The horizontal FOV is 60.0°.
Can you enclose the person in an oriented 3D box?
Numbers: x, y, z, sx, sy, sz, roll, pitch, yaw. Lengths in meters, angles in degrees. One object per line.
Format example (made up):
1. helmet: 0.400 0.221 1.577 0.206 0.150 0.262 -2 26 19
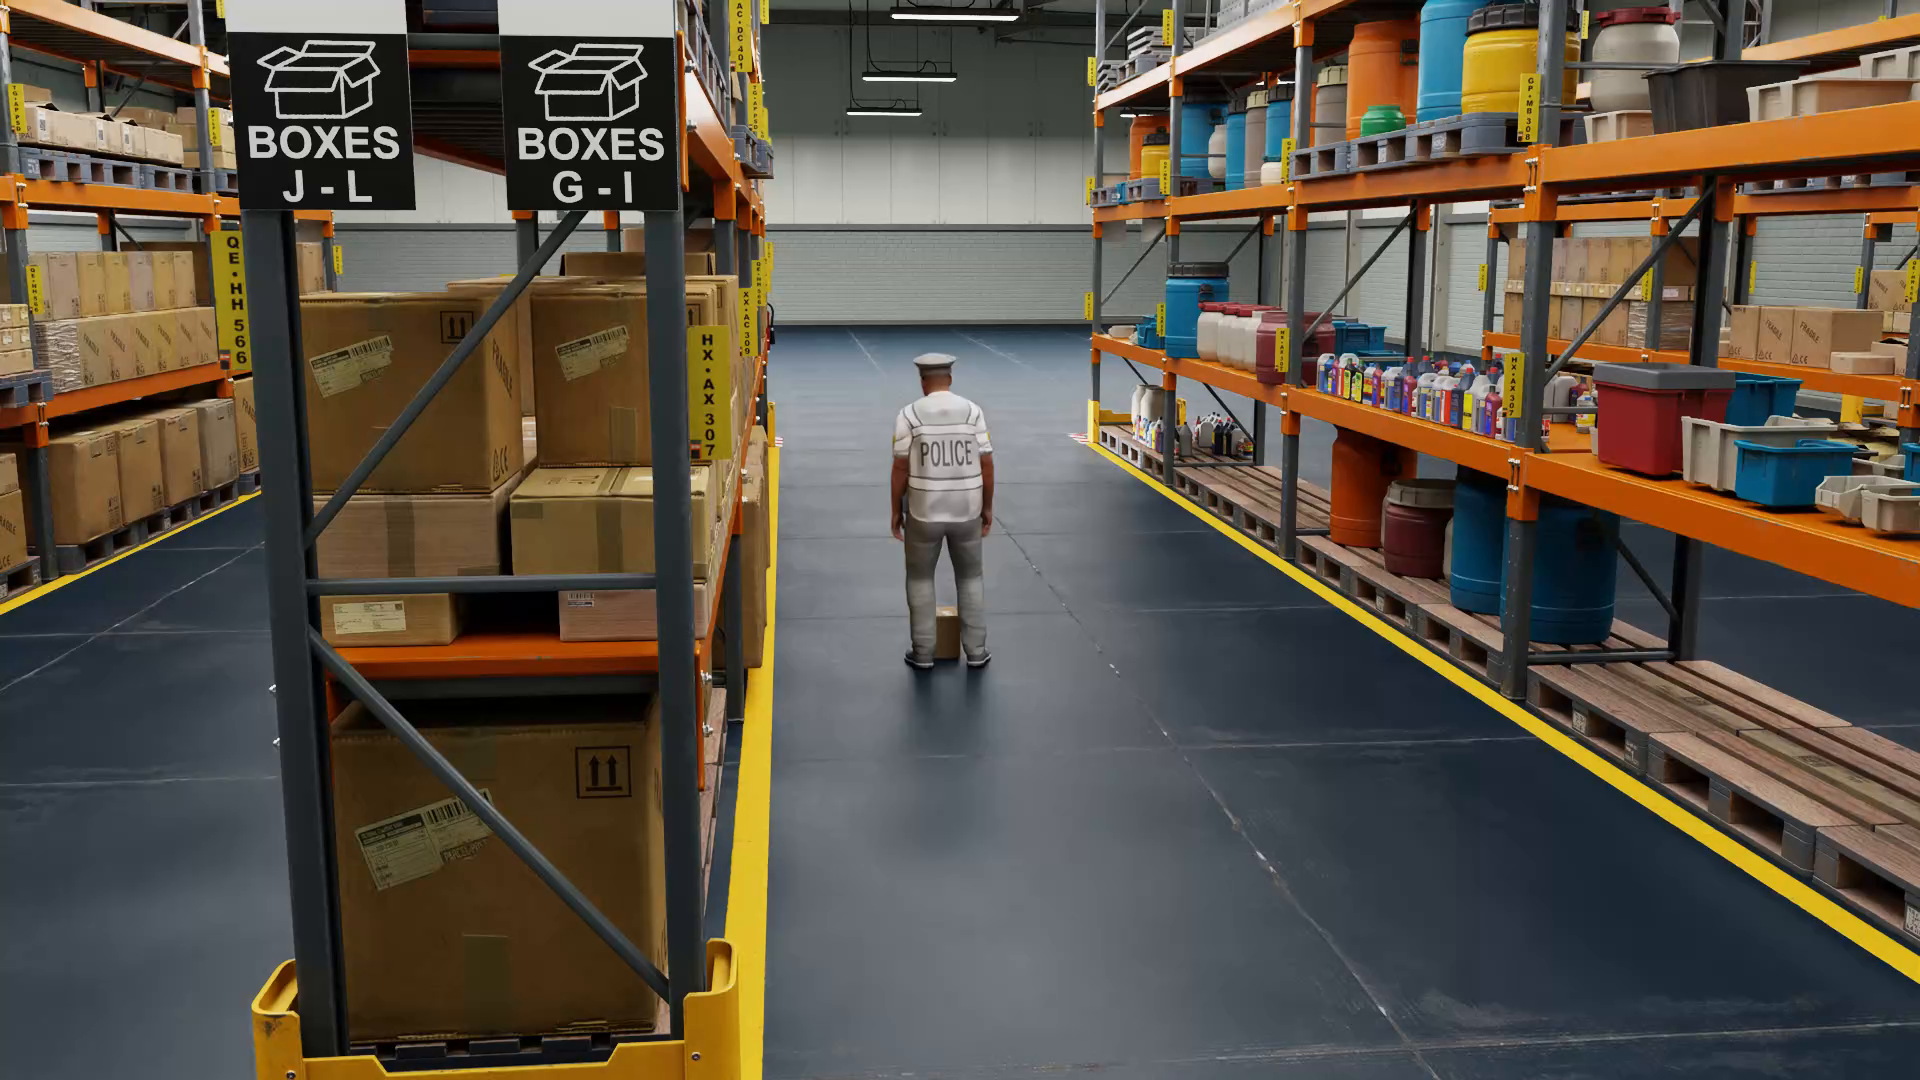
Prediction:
1. person: -0.096 -0.153 9.259 0.592 1.746 0.443 -2 10 -10
